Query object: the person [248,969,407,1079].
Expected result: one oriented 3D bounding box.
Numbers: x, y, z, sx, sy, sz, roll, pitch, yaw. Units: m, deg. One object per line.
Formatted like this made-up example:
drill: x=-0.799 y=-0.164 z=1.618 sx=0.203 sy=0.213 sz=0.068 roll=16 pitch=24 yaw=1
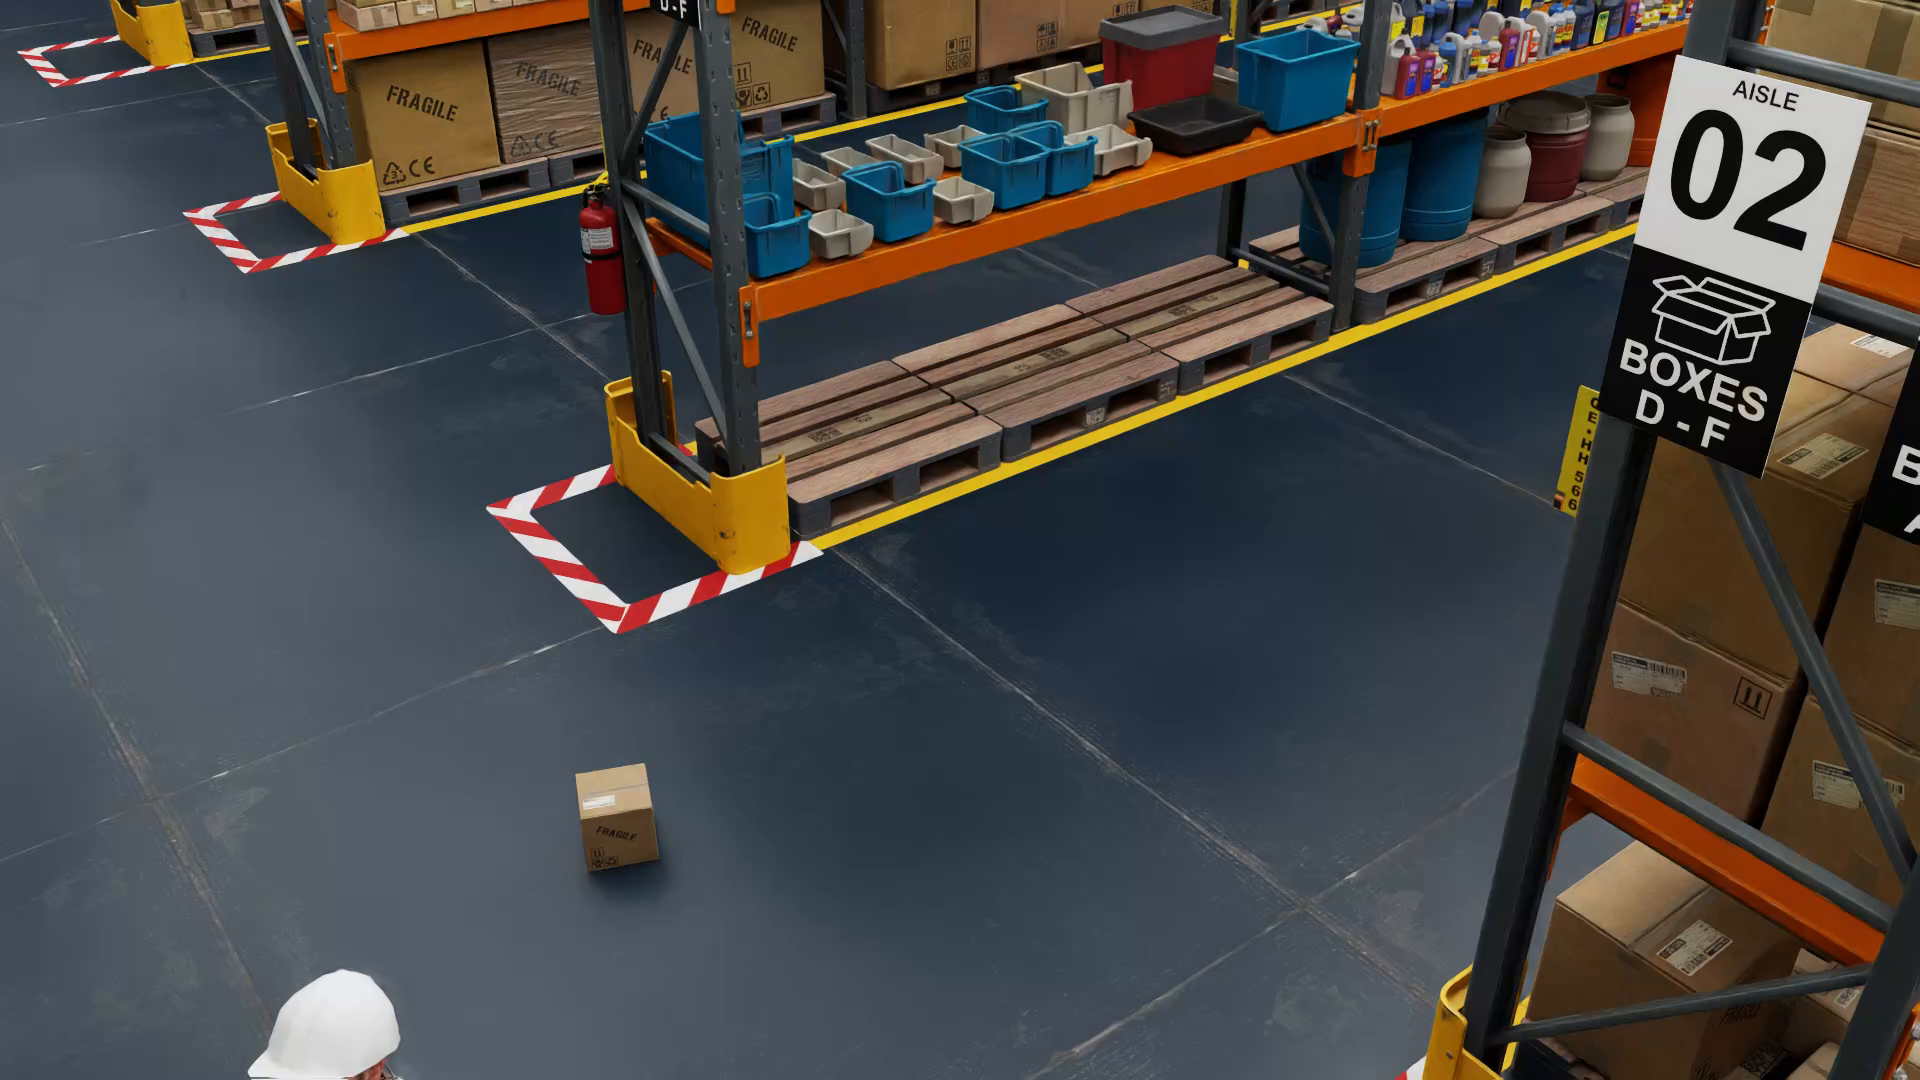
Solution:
person: x=-1.183 y=1.596 z=3.551 sx=0.532 sy=1.731 sz=0.957 roll=4 pitch=32 yaw=6
